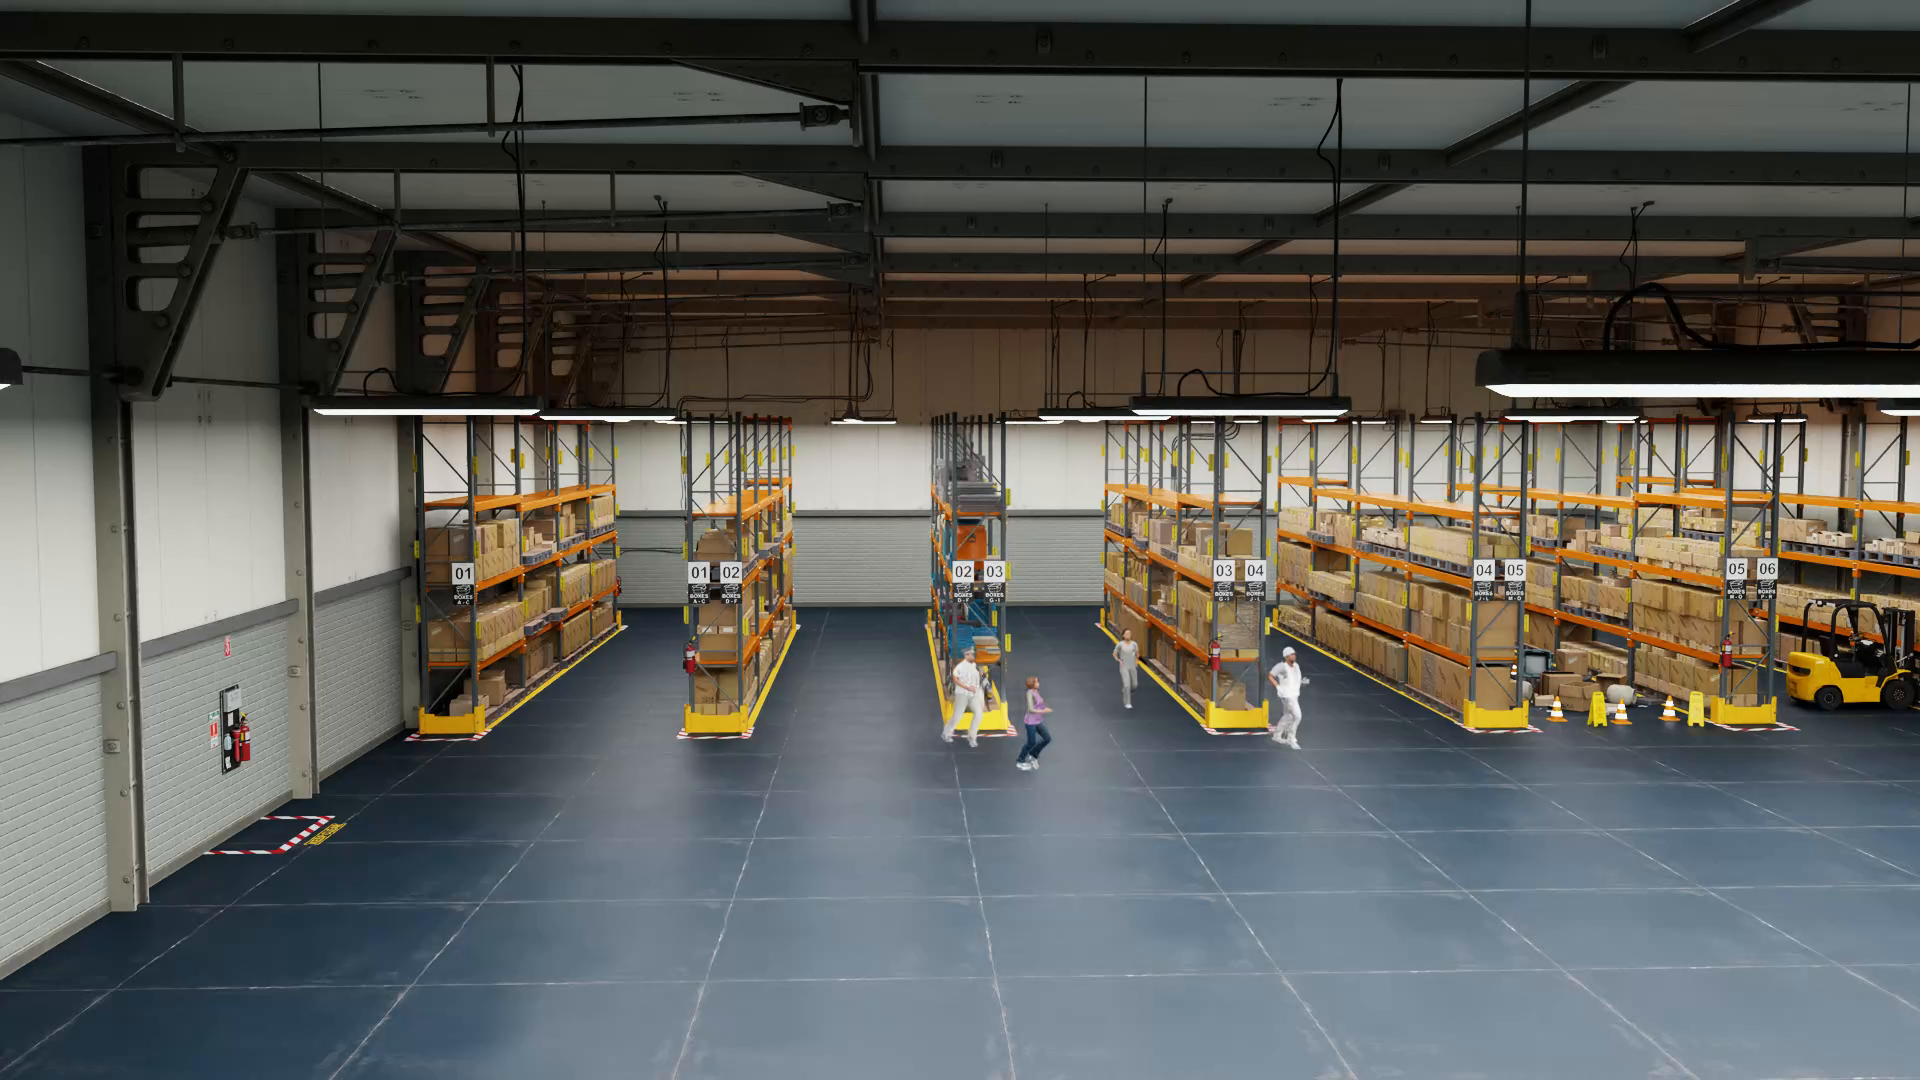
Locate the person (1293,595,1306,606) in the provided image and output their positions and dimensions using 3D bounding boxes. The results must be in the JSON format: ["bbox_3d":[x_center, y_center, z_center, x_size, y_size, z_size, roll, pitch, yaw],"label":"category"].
[{"bbox_3d":[10.077,1.561,49.031,0.627,1.672,0.664,0,4,0],"label":"person"}]

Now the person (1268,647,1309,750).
[{"bbox_3d":[5.886,2.822,29.701,0.701,1.826,0.653,3,5,38],"label":"person"}]

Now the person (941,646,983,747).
[{"bbox_3d":[0.111,2.823,30.025,0.731,1.816,0.740,3,5,40],"label":"person"}]

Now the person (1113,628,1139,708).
[{"bbox_3d":[3.391,2.601,33.921,0.563,1.619,0.609,-1,4,-12],"label":"person"}]

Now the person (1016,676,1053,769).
[{"bbox_3d":[1.245,3.038,27.628,0.637,1.571,0.511,2,4,23],"label":"person"}]
